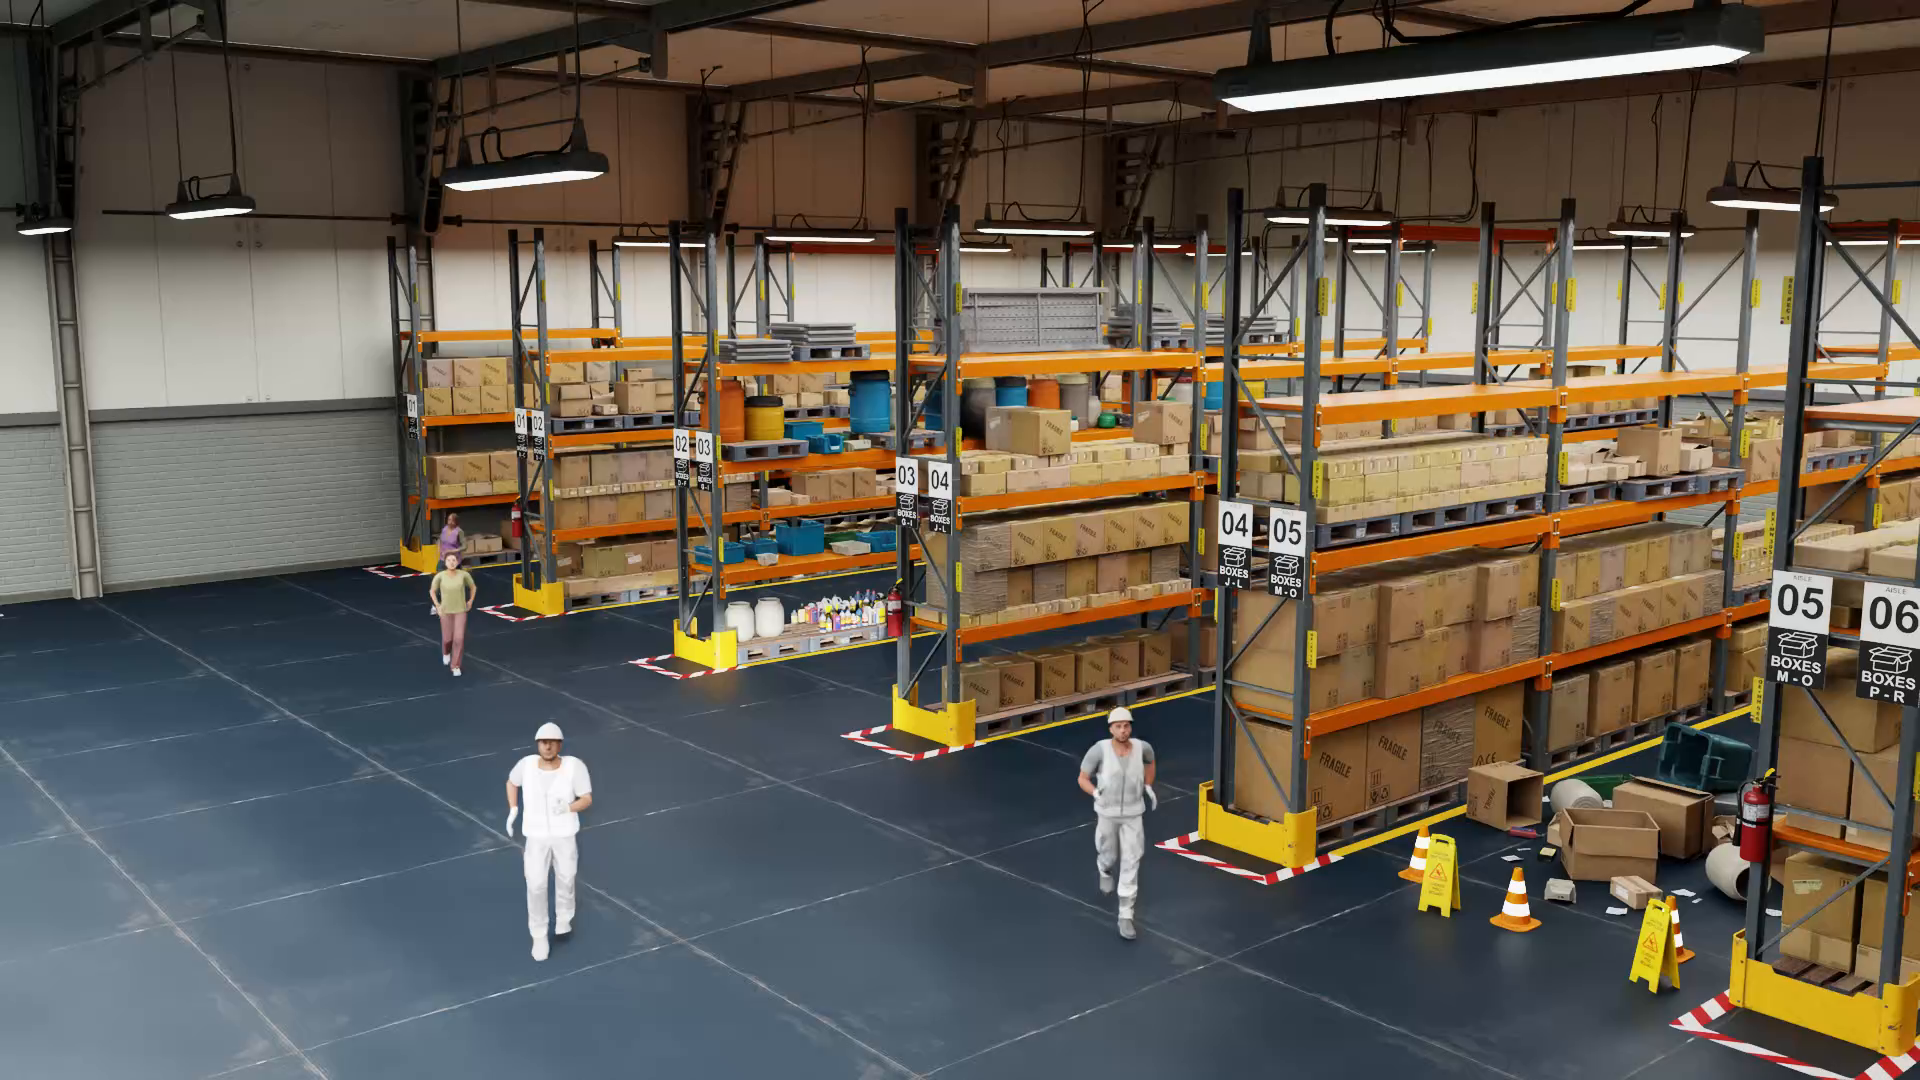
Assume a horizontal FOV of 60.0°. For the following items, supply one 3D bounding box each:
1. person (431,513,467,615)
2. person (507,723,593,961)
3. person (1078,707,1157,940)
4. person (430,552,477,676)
[{"bbox_3d":[-8.049,0.342,26.322,0.572,1.560,0.878,1,9,9],"label":"person"},{"bbox_3d":[-3.181,2.321,12.919,0.659,1.832,0.758,-2,9,-12],"label":"person"},{"bbox_3d":[1.285,2.220,13.475,0.658,1.781,0.992,0,9,-3],"label":"person"},{"bbox_3d":[-6.757,0.960,22.232,0.598,1.643,0.576,-3,9,-21],"label":"person"}]
